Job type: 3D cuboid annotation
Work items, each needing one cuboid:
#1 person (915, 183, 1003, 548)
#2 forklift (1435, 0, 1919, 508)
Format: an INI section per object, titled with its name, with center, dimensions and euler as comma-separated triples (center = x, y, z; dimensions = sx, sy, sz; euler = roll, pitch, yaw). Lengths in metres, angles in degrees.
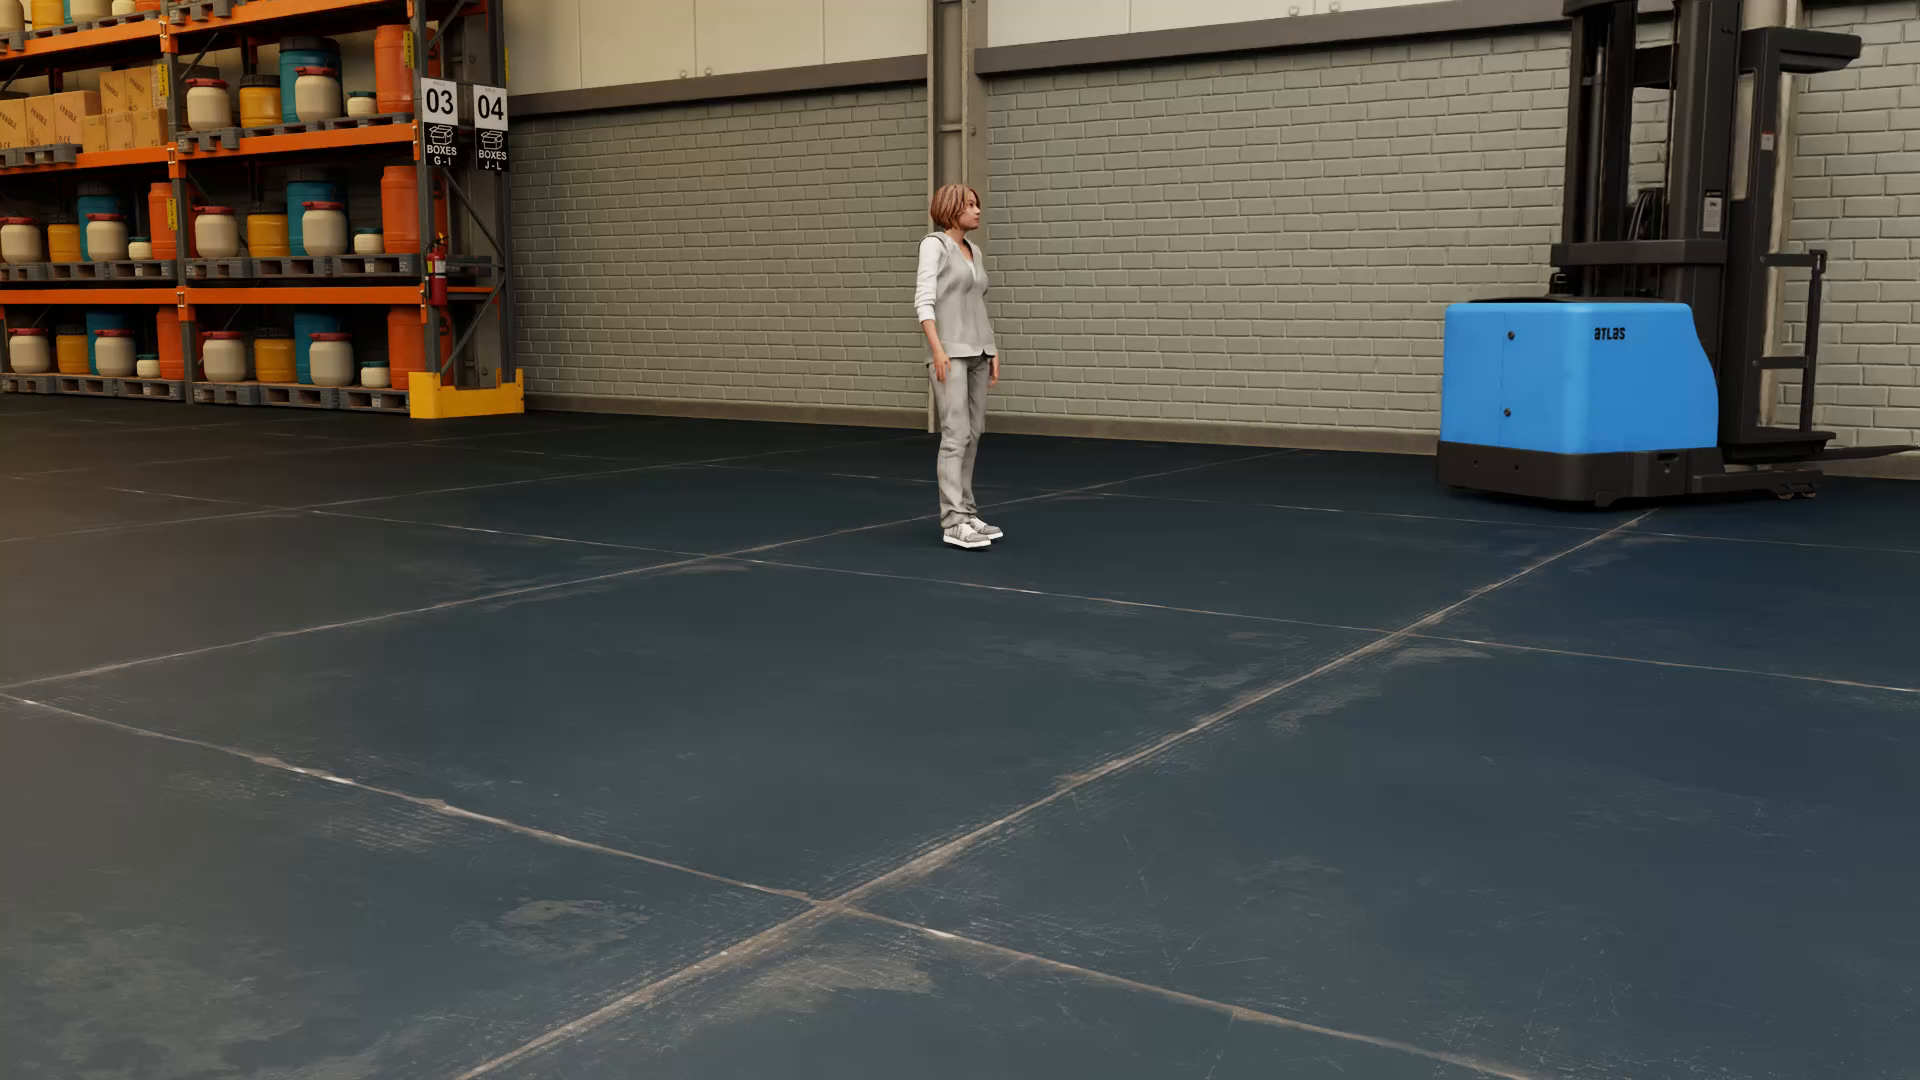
[person]
center = 0.054, -0.791, 7.437
dimensions = 0.473, 1.599, 0.520
euler = 5, 10, 34
[forklift]
center = 4.227, -1.733, 9.382
dimensions = 3.031, 2.935, 1.130
euler = -4, 9, -26
